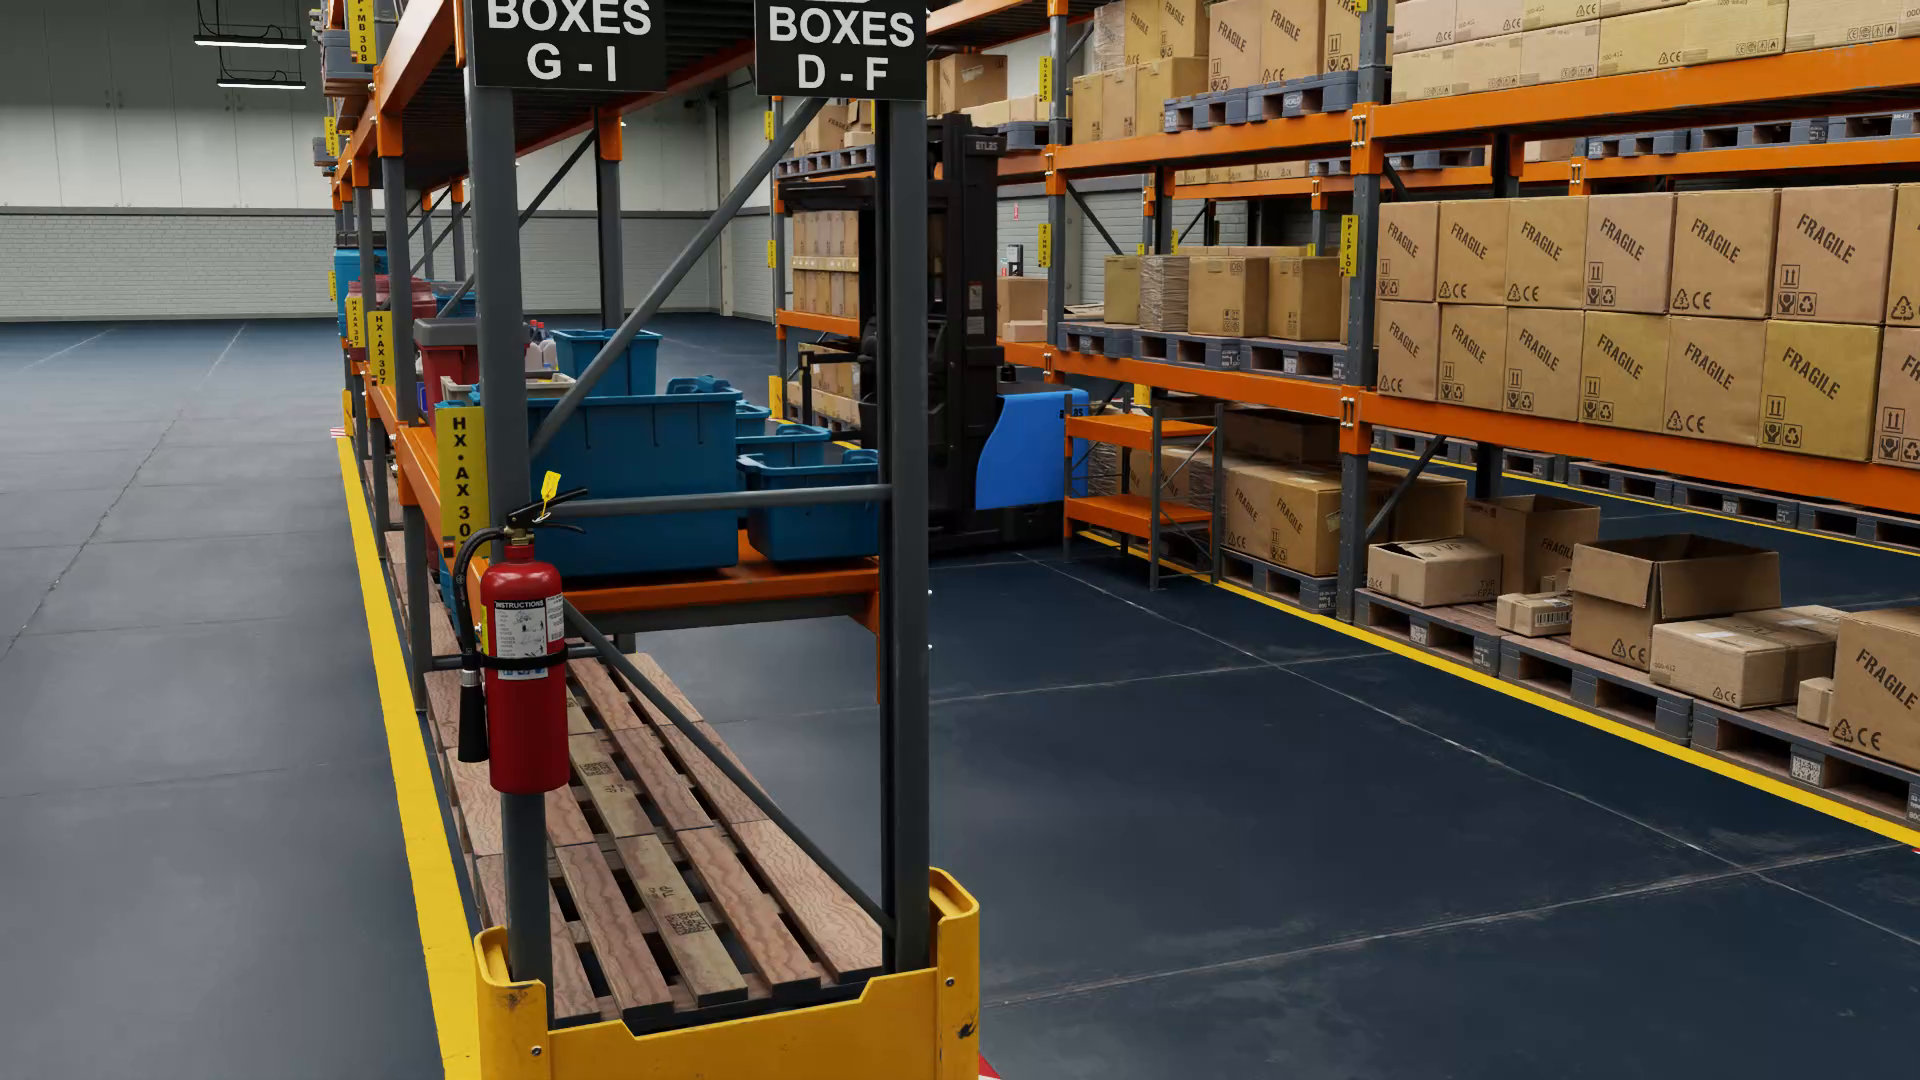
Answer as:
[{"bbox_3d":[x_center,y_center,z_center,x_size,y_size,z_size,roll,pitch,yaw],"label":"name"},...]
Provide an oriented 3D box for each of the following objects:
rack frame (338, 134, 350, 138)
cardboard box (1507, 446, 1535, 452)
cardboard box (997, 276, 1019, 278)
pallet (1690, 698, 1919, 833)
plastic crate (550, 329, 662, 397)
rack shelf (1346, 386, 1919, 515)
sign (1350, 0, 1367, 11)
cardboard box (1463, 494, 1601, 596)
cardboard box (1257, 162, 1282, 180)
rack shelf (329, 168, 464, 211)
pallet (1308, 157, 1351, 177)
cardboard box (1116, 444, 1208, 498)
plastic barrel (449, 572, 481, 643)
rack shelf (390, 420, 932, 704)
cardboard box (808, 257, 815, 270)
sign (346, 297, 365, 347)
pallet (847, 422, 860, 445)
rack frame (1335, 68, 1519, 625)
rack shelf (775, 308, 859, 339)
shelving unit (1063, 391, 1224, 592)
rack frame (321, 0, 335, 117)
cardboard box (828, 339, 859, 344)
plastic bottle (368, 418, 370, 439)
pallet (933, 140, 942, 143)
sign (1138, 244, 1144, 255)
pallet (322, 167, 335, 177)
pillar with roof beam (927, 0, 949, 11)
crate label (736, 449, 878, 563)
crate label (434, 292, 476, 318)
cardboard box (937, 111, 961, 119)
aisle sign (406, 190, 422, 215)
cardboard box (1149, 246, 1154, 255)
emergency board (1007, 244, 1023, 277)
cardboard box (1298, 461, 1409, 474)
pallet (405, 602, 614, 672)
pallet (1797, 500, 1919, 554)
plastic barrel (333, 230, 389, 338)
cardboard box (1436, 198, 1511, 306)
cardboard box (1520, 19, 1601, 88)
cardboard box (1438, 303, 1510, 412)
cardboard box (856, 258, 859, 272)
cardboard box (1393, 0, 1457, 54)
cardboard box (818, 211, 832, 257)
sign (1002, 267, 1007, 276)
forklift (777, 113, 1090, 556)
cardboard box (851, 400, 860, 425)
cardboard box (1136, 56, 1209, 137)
[{"bbox_3d":[-4.910,-4.992,14.291,1.000,3.000,0.127,-4,11,-21],"label":"rack frame"},{"bbox_3d":[5.463,-1.115,15.502,0.700,0.500,0.500,-4,11,-20],"label":"cardboard box"},{"bbox_3d":[0.343,-2.107,14.917,0.500,0.500,0.500,-4,11,-21],"label":"cardboard box"},{"bbox_3d":[3.739,0.837,6.613,1.003,0.211,1.213,-4,11,-21],"label":"pallet"},{"bbox_3d":[-1.524,-0.700,7.164,0.392,0.384,0.575,-4,11,-21],"label":"plastic crate"},{"bbox_3d":[3.331,-0.366,7.466,1.077,0.370,4.000,-4,11,-21],"label":"rack shelf"},{"bbox_3d":[2.091,-2.936,8.695,0.100,0.325,0.005,-4,11,-21],"label":"sign"},{"bbox_3d":[3.078,0.042,8.998,0.500,0.500,0.500,-4,11,-21],"label":"cardboard box"},{"bbox_3d":[3.739,-4.353,18.921,0.500,0.500,0.500,-5,11,-26],"label":"cardboard box"},{"bbox_3d":[-5.635,-3.488,16.452,1.077,0.370,4.000,-4,11,-21],"label":"rack shelf"},{"bbox_3d":[4.448,-3.944,17.500,1.213,0.211,1.003,-4,11,-21],"label":"pallet"},{"bbox_3d":[1.428,-0.426,11.630,0.500,0.500,0.500,-4,11,-22],"label":"cardboard box"},{"bbox_3d":[-2.193,0.004,8.127,0.600,0.901,0.708,-4,11,-21],"label":"plastic barrel"},{"bbox_3d":[-1.287,-0.052,5.703,1.077,0.370,4.000,-4,11,-21],"label":"rack shelf"},{"bbox_3d":[-1.524,-3.171,19.045,0.380,0.149,0.250,-4,11,-22],"label":"cardboard box"},{"bbox_3d":[-3.971,-1.430,10.928,0.100,0.325,0.005,-4,11,-21],"label":"sign"},{"bbox_3d":[-0.541,-1.112,17.569,1.003,0.211,1.213,-4,11,-21],"label":"pallet"},{"bbox_3d":[2.607,-1.047,9.239,1.000,3.000,0.127,-4,11,-21],"label":"rack frame"},{"bbox_3d":[-1.017,-2.325,18.478,1.077,0.370,4.000,-4,11,-21],"label":"rack shelf"},{"bbox_3d":[1.149,-0.340,10.621,0.538,1.125,1.048,-5,11,-27],"label":"shelving unit"},{"bbox_3d":[-6.360,-5.645,17.961,1.000,3.000,0.127,-4,11,-21],"label":"rack frame"},{"bbox_3d":[-1.270,-2.159,20.003,0.500,0.500,0.500,-4,11,-21],"label":"cardboard box"},{"bbox_3d":[-5.654,-1.112,16.127,0.152,0.276,0.135,-4,11,-20],"label":"plastic bottle"},{"bbox_3d":[0.420,-3.371,14.279,1.003,0.211,1.213,-3,11,-18],"label":"pallet"},{"bbox_3d":[2.368,-3.712,21.752,0.100,0.325,0.005,-4,11,-21],"label":"sign"},{"bbox_3d":[-6.151,-3.934,17.446,1.003,0.211,1.213,-4,11,-21],"label":"pallet"},{"bbox_3d":[-4.427,-7.900,30.638,9.100,9.000,0.548,-4,11,-21],"label":"pillar with roof beam"},{"bbox_3d":[-0.344,-0.088,4.158,0.416,0.233,0.303,-4,11,-21],"label":"crate label"},{"bbox_3d":[-3.569,-1.582,12.151,0.502,0.435,0.616,-4,11,-21],"label":"crate label"},{"bbox_3d":[0.124,-3.771,15.222,0.500,0.250,0.500,-5,11,-26],"label":"cardboard box"},{"bbox_3d":[-6.109,-4.002,18.431,0.394,0.787,0.004,-4,11,-21],"label":"aisle sign"},{"bbox_3d":[2.767,-3.528,21.421,0.500,0.500,0.500,-4,11,-21],"label":"cardboard box"},{"bbox_3d":[0.899,-4.646,29.474,0.194,1.169,0.643,-4,11,-21],"label":"emergency board"},{"bbox_3d":[2.455,-0.213,10.435,0.500,0.500,0.500,-4,11,-20],"label":"cardboard box"},{"bbox_3d":[-2.252,0.511,8.442,1.003,0.211,1.213,-4,11,-21],"label":"pallet"},{"bbox_3d":[6.872,-0.110,11.935,1.003,0.211,1.213,-4,11,-21],"label":"pallet"},{"bbox_3d":[-5.053,-2.203,14.309,0.600,0.901,0.708,-4,11,-21],"label":"plastic barrel"},{"bbox_3d":[2.703,-1.409,8.136,0.500,0.500,0.500,-4,11,-23],"label":"cardboard box"},{"bbox_3d":[2.910,-2.191,7.535,0.500,0.250,0.500,-4,11,-21],"label":"cardboard box"},{"bbox_3d":[2.726,-0.912,8.196,0.500,0.500,0.500,-4,11,-20],"label":"cardboard box"},{"bbox_3d":[-0.872,-2.878,17.395,0.380,0.149,0.250,-4,11,-21],"label":"cardboard box"},{"bbox_3d":[2.551,-2.601,8.411,0.500,0.250,0.500,-4,11,-21],"label":"cardboard box"},{"bbox_3d":[-1.186,-3.440,18.703,0.700,0.500,0.500,-4,11,-21],"label":"cardboard box"},{"bbox_3d":[0.795,-4.760,30.015,0.001,0.329,0.234,-4,11,-21],"label":"sign"},{"bbox_3d":[-0.558,-1.366,11.231,3.031,2.935,1.130,-7,12,-36],"label":"forklift"},{"bbox_3d":[-0.836,-1.349,17.594,0.500,0.250,0.500,-4,11,-21],"label":"cardboard box"},{"bbox_3d":[1.720,-2.988,11.304,0.910,0.500,0.500,-4,11,-21],"label":"cardboard box"}]
